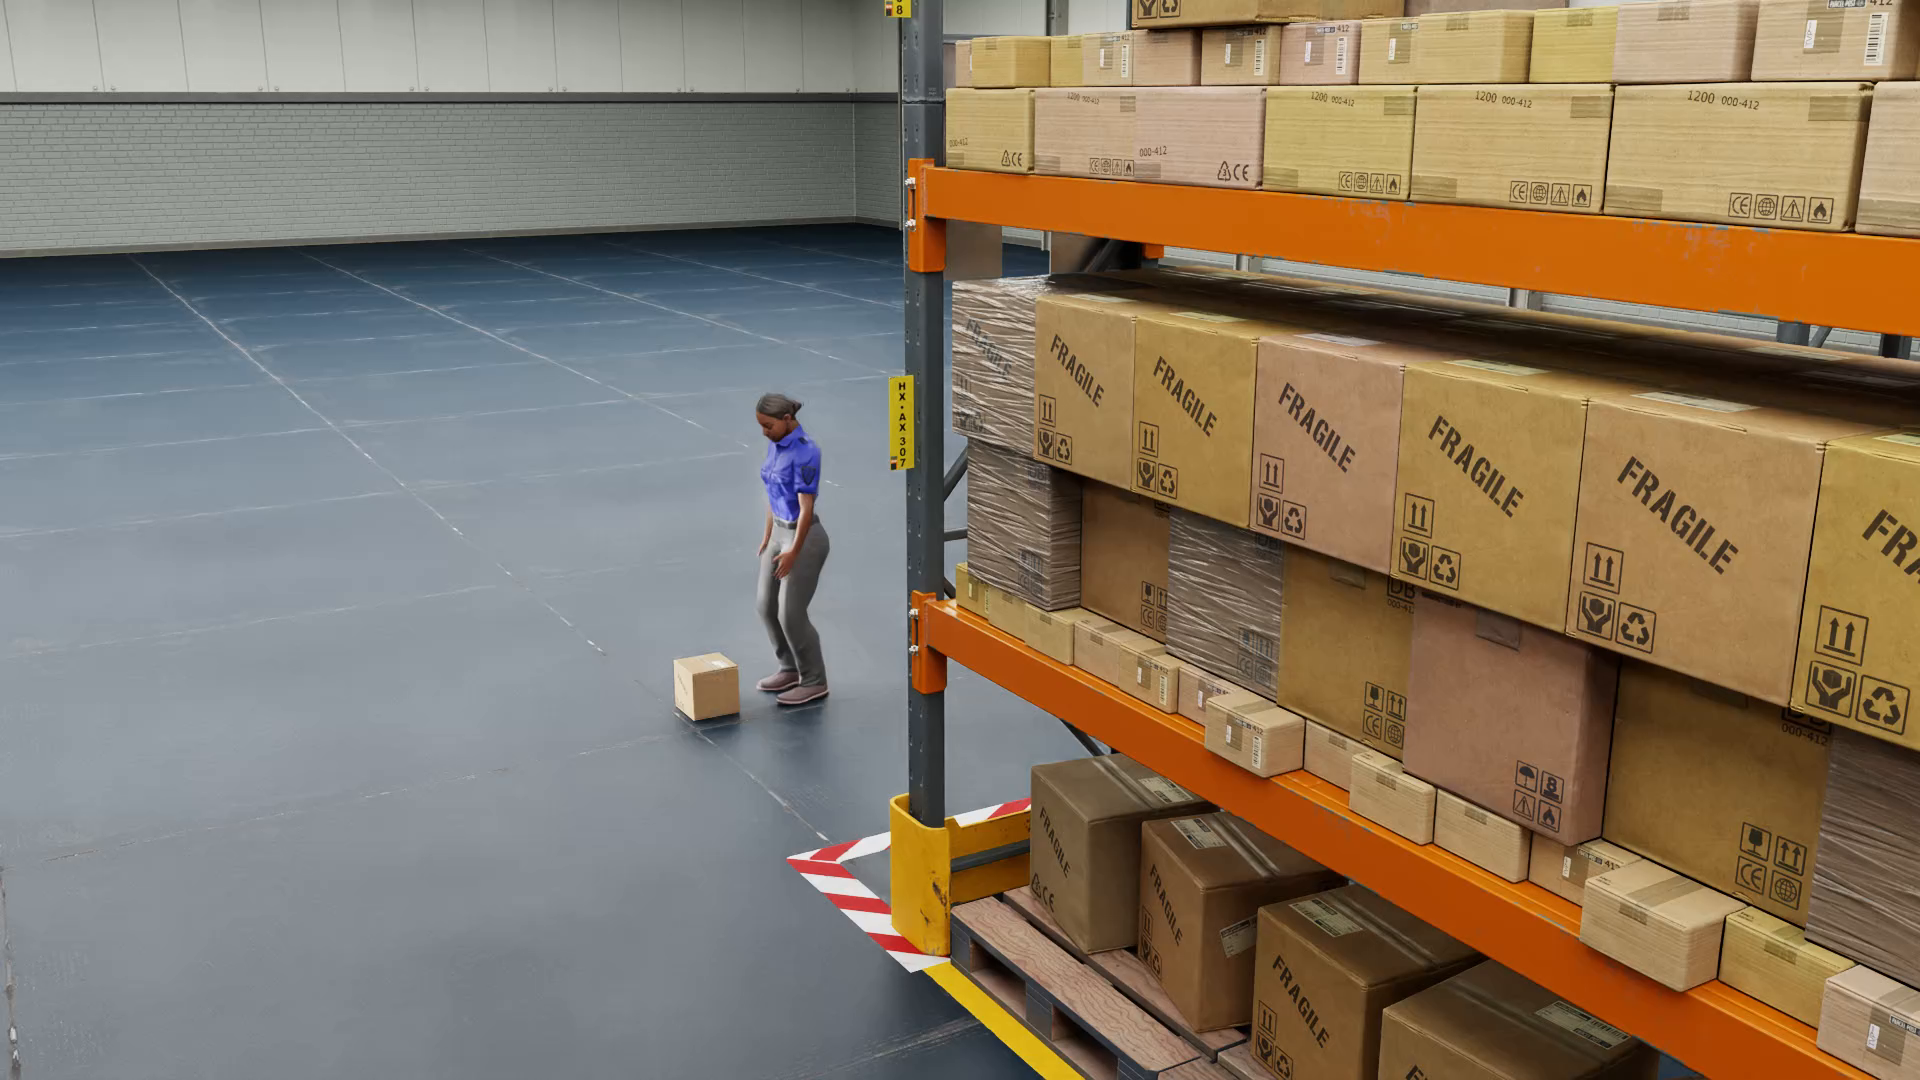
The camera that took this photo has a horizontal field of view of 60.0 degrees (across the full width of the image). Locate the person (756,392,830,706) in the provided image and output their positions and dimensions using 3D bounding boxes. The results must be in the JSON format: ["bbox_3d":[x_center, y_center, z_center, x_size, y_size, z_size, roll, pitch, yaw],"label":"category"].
[{"bbox_3d":[-0.856,0.034,8.503,0.366,1.618,0.453,-8,17,-28],"label":"person"}]
